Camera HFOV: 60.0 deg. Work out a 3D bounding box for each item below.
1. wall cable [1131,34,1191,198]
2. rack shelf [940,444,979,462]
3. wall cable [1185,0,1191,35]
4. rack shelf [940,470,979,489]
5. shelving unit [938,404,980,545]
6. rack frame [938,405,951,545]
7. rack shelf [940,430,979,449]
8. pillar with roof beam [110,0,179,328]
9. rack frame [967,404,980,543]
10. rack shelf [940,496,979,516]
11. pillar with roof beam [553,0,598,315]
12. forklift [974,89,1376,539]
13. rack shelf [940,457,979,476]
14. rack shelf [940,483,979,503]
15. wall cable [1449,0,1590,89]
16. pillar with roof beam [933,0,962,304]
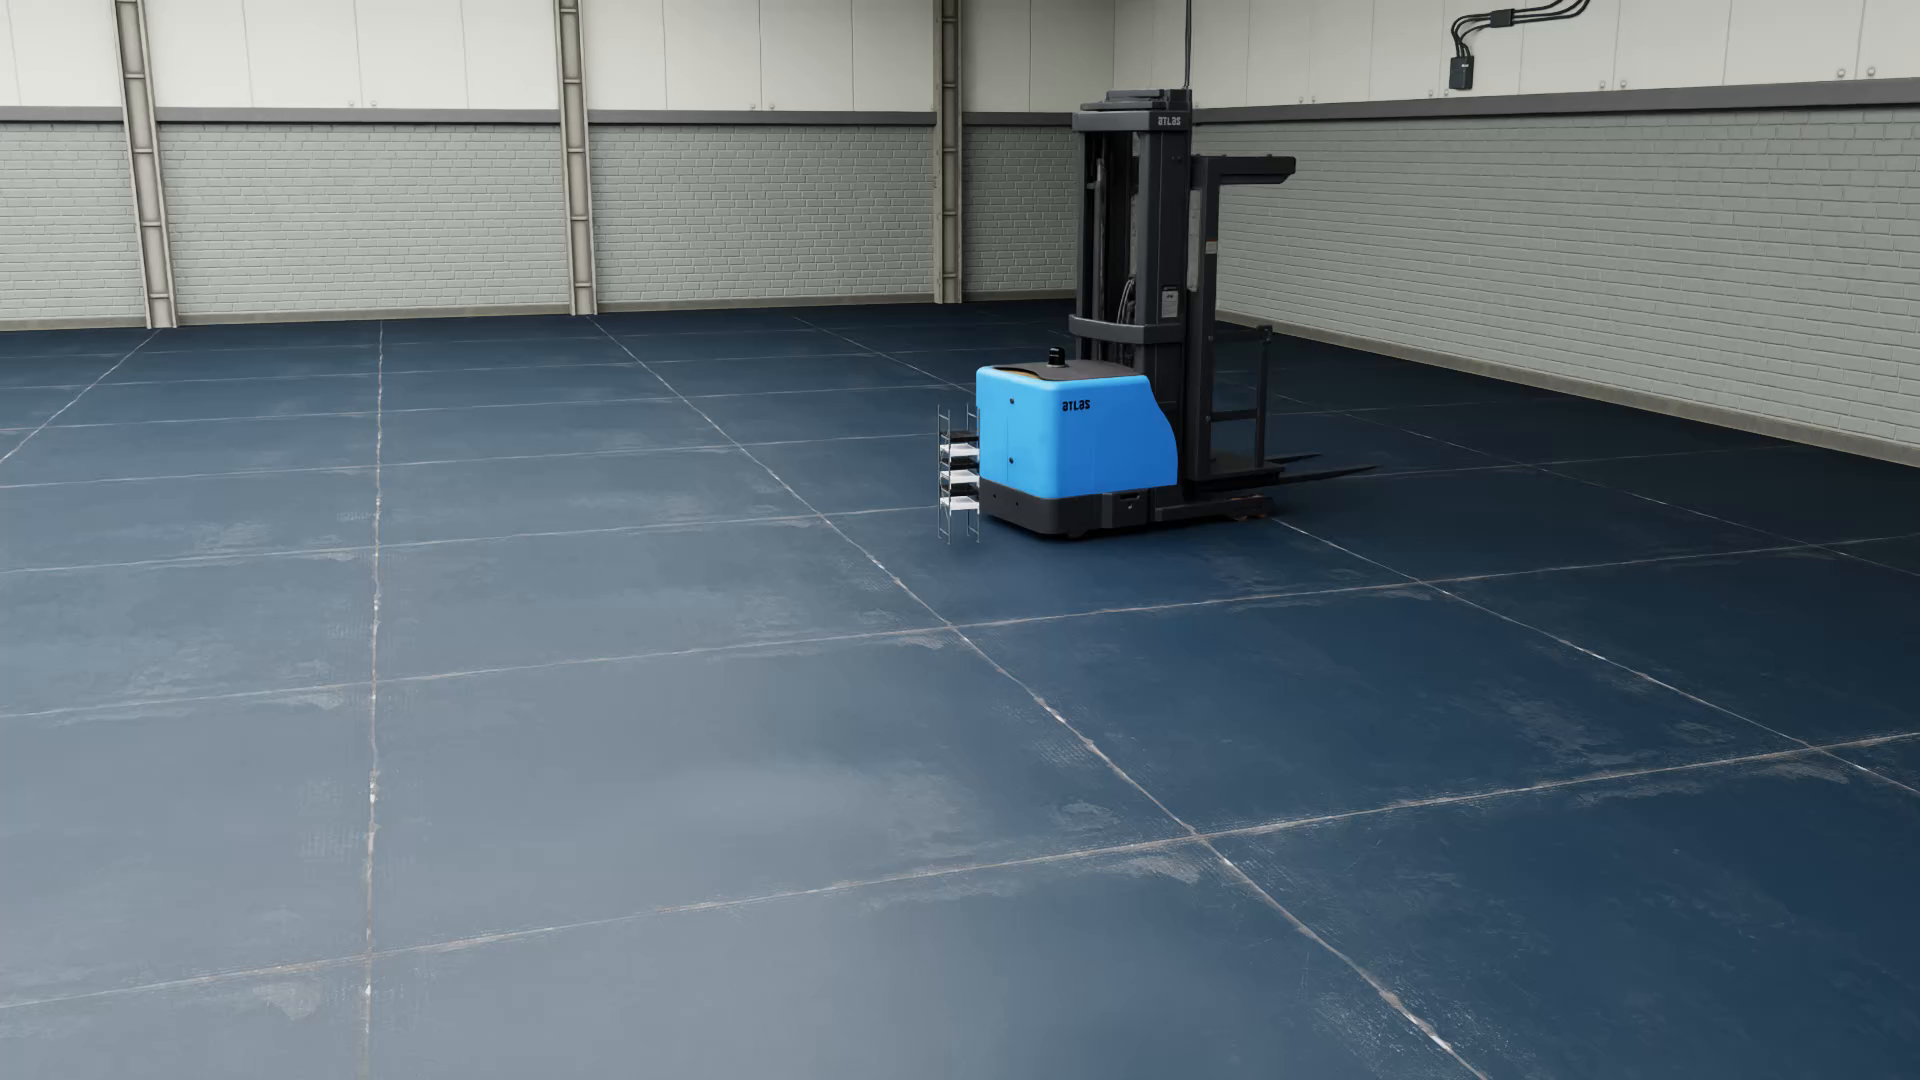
[{"bbox_3d":[3.011,-6.777,26.900,0.112,2.526,3.097,-4,14,-18],"label":"wall cable"},{"bbox_3d":[-0.008,-0.580,11.002,0.200,0.077,0.258,-4,14,-18],"label":"rack shelf"},{"bbox_3d":[3.874,-8.641,23.821,0.112,2.526,3.097,-4,14,-18],"label":"wall cable"},{"bbox_3d":[-0.008,-0.405,11.044,0.200,0.077,0.258,-4,14,-18],"label":"rack shelf"},{"bbox_3d":[-0.008,-0.437,11.036,0.210,0.900,0.258,-4,14,-18],"label":"shelving unit"},{"bbox_3d":[-0.104,-0.430,11.005,0.006,0.900,0.240,-4,14,-18],"label":"rack frame"},{"bbox_3d":[-0.008,-0.667,10.981,0.200,0.077,0.258,-4,14,-18],"label":"rack shelf"},{"bbox_3d":[-10.203,-6.531,19.153,0.400,9.000,9.100,-4,14,-18],"label":"pillar with roof beam"},{"bbox_3d":[0.089,-0.445,11.068,0.006,0.900,0.240,-4,14,-18],"label":"rack frame"},{"bbox_3d":[-0.008,-0.230,11.086,0.200,0.077,0.258,-4,14,-18],"label":"rack shelf"},{"bbox_3d":[-4.517,-6.974,21.015,0.400,9.000,9.100,-4,14,-18],"label":"pillar with roof beam"},{"bbox_3d":[1.640,-1.658,11.781,3.031,2.935,1.130,-7,15,-28],"label":"forklift"},{"bbox_3d":[-0.008,-0.492,11.023,0.200,0.077,0.258,-4,14,-18],"label":"rack shelf"},{"bbox_3d":[-0.008,-0.317,11.065,0.200,0.077,0.258,-4,14,-18],"label":"rack shelf"},{"bbox_3d":[6.024,-7.859,17.389,0.169,6.003,2.305,-4,14,-18],"label":"wall cable"},{"bbox_3d":[1.170,-7.417,22.876,0.400,9.000,9.100,-4,14,-18],"label":"pillar with roof beam"}]
